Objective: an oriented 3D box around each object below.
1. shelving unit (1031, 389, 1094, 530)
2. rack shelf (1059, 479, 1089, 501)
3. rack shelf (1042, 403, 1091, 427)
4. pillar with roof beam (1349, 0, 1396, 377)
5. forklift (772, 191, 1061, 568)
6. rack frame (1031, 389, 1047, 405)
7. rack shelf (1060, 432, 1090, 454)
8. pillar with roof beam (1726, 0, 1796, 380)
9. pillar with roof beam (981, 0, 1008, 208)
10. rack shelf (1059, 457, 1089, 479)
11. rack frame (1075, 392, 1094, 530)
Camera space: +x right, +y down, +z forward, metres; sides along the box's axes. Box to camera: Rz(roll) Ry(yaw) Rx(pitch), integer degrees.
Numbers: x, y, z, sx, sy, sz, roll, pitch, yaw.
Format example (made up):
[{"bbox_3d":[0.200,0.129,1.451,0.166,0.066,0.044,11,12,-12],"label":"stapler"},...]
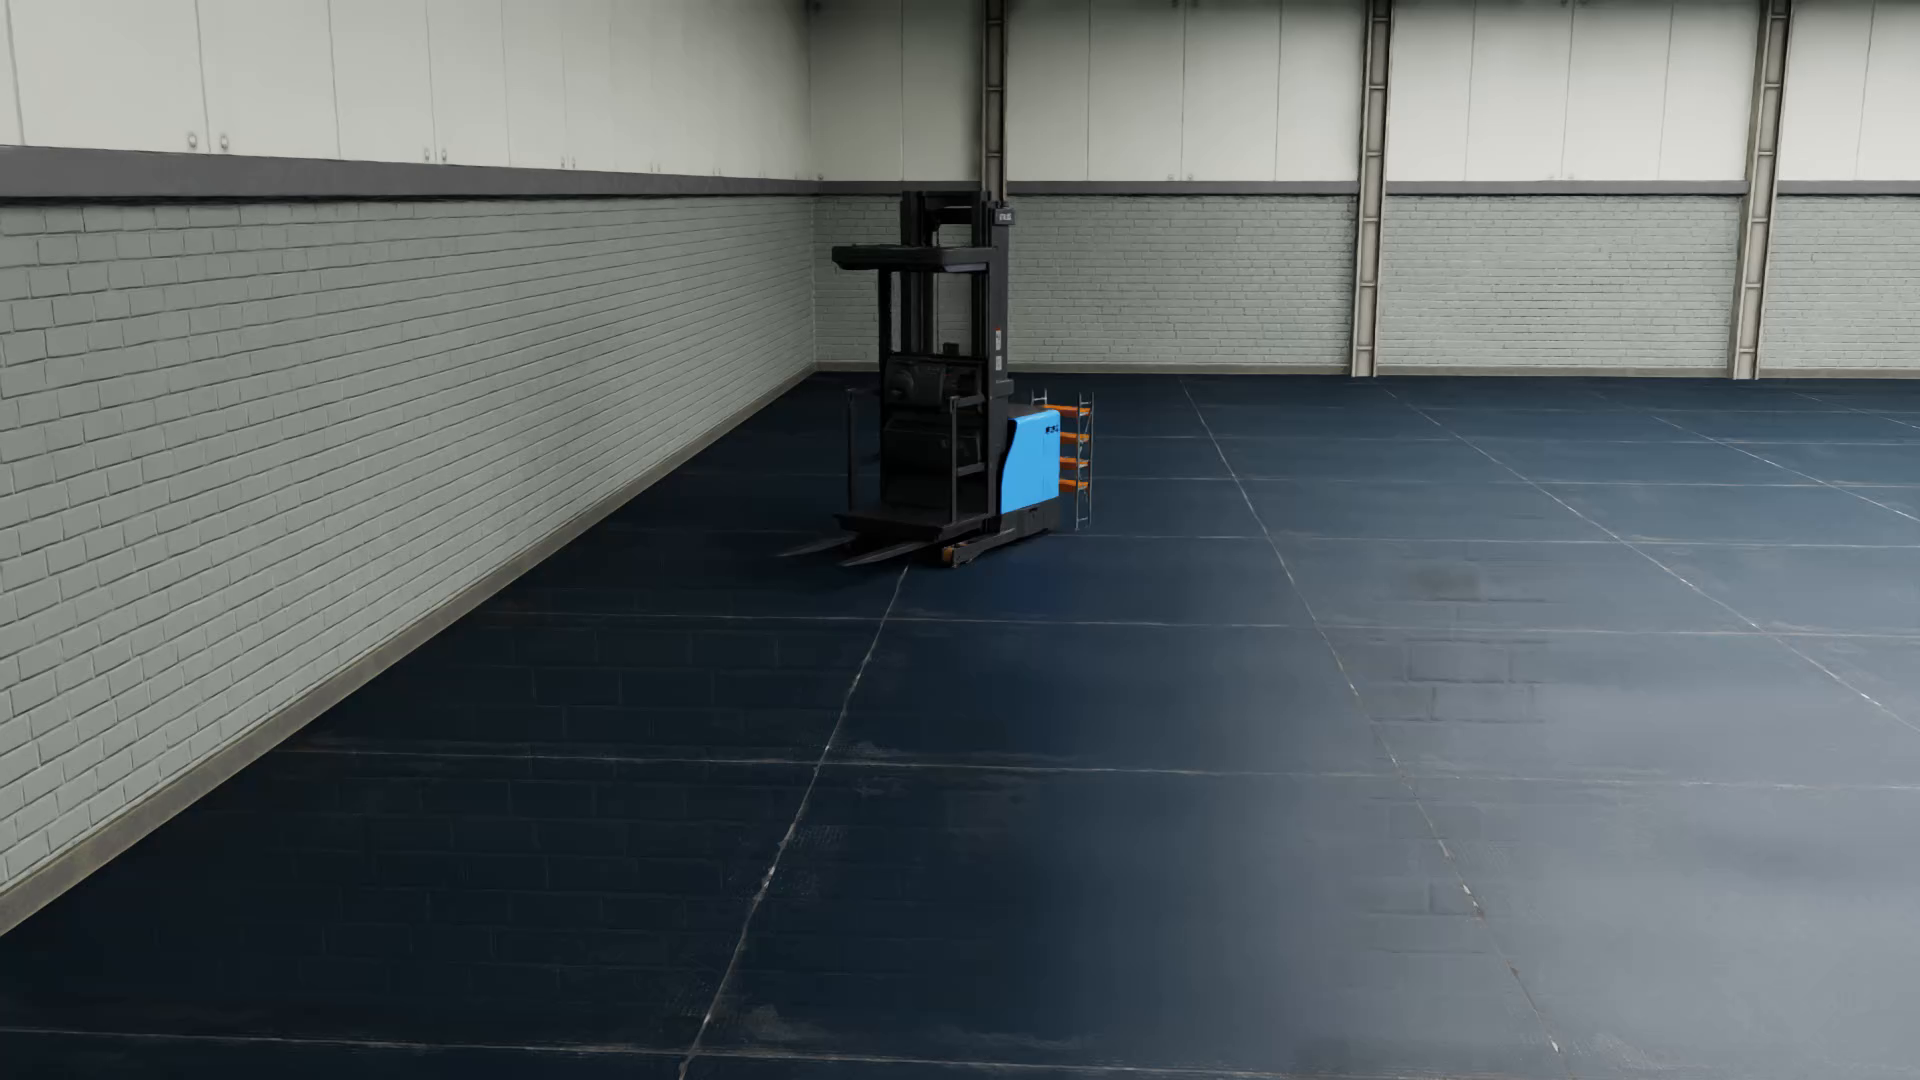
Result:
[{"bbox_3d":[0.895,-0.720,14.767,0.503,1.200,0.258,8,13,34],"label":"shelving unit"},{"bbox_3d":[0.892,-0.459,14.818,0.480,0.148,0.258,8,13,34],"label":"rack shelf"},{"bbox_3d":[0.899,-1.106,14.693,0.480,0.148,0.258,8,13,34],"label":"rack shelf"},{"bbox_3d":[6.252,-6.196,21.908,0.400,9.000,9.100,1,12,4],"label":"pillar with roof beam"},{"bbox_3d":[-0.331,-1.323,13.433,1.130,2.935,3.031,7,14,32],"label":"forklift"},{"bbox_3d":[0.695,-0.749,14.906,0.015,1.200,0.240,8,13,34],"label":"rack frame"},{"bbox_3d":[0.896,-0.873,14.738,0.480,0.148,0.258,8,13,34],"label":"rack shelf"},{"bbox_3d":[12.239,-6.113,21.516,0.400,9.000,9.100,1,12,4],"label":"pillar with roof beam"},{"bbox_3d":[0.266,-6.278,22.301,0.400,9.000,9.100,1,12,4],"label":"pillar with roof beam"},{"bbox_3d":[0.894,-0.654,14.780,0.480,0.148,0.258,8,13,34],"label":"rack shelf"},{"bbox_3d":[1.094,-0.691,14.629,0.015,1.200,0.240,8,13,34],"label":"rack frame"}]
